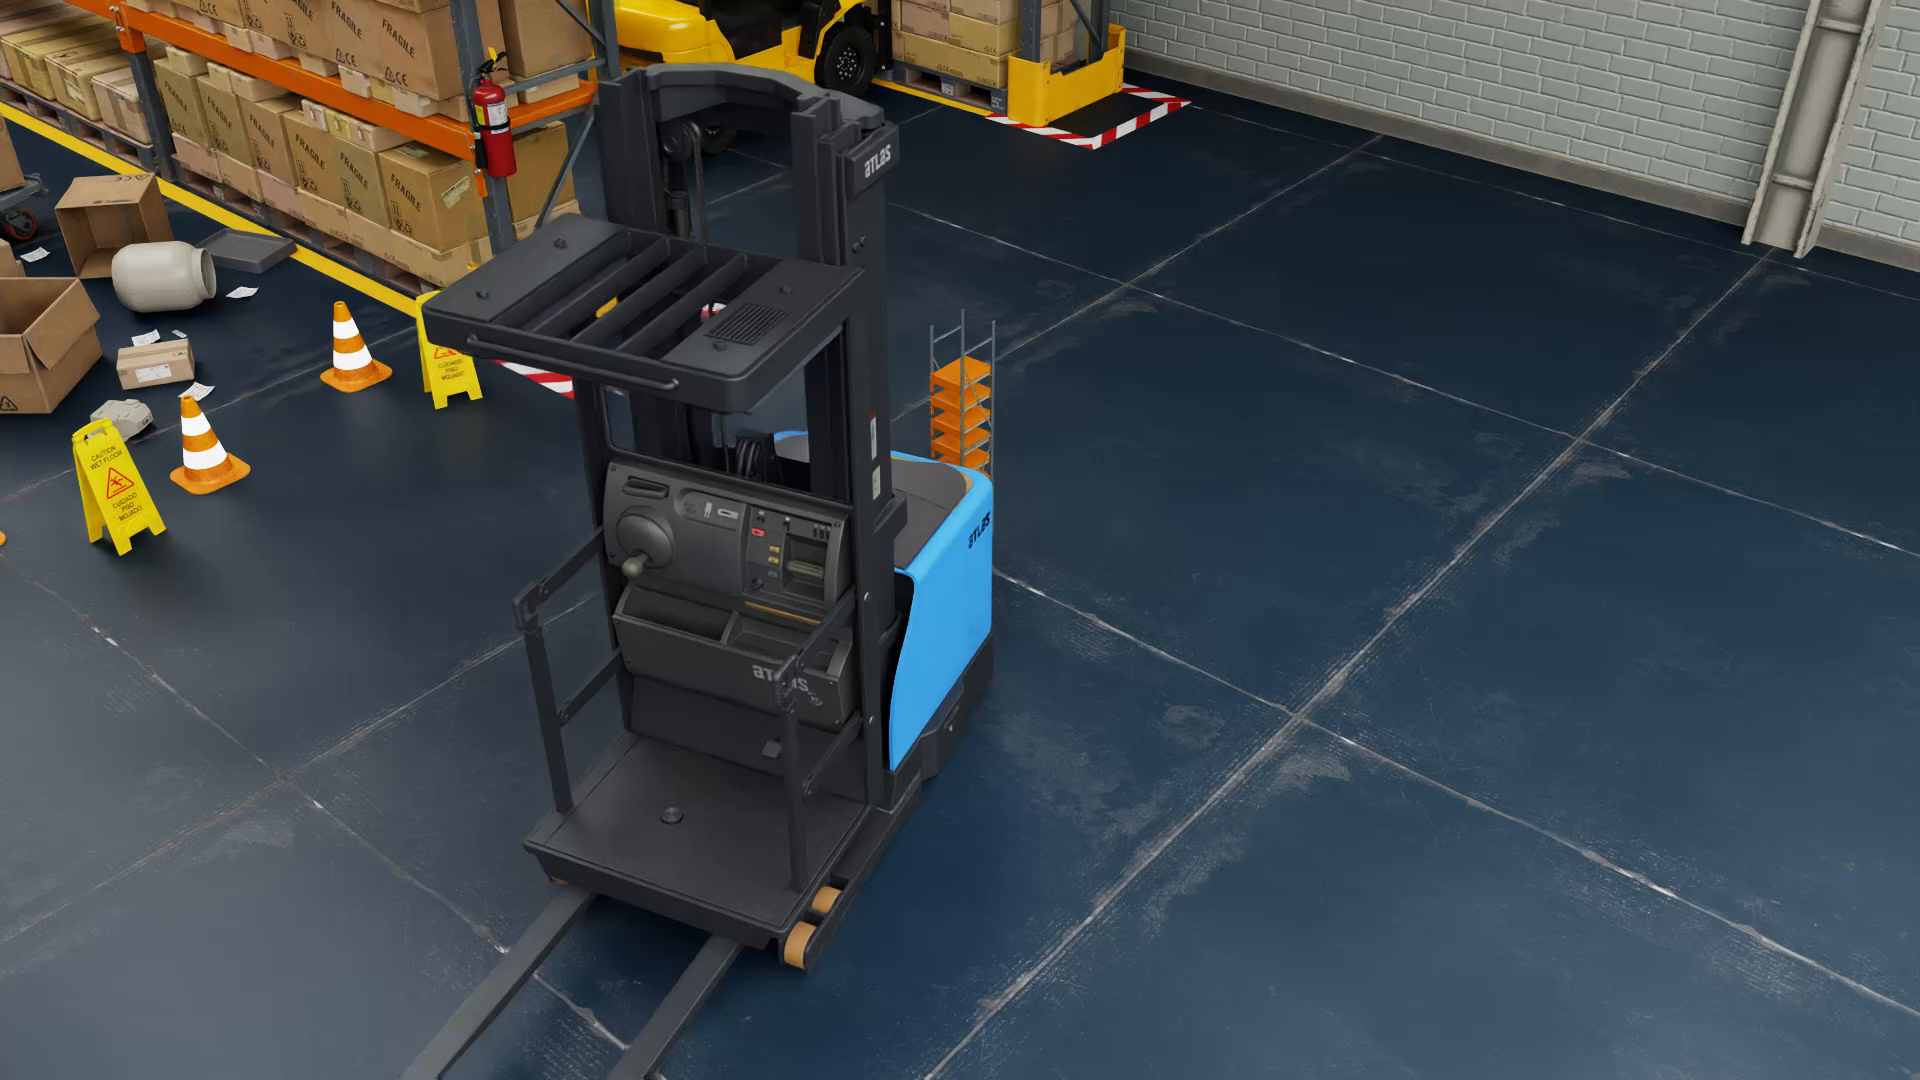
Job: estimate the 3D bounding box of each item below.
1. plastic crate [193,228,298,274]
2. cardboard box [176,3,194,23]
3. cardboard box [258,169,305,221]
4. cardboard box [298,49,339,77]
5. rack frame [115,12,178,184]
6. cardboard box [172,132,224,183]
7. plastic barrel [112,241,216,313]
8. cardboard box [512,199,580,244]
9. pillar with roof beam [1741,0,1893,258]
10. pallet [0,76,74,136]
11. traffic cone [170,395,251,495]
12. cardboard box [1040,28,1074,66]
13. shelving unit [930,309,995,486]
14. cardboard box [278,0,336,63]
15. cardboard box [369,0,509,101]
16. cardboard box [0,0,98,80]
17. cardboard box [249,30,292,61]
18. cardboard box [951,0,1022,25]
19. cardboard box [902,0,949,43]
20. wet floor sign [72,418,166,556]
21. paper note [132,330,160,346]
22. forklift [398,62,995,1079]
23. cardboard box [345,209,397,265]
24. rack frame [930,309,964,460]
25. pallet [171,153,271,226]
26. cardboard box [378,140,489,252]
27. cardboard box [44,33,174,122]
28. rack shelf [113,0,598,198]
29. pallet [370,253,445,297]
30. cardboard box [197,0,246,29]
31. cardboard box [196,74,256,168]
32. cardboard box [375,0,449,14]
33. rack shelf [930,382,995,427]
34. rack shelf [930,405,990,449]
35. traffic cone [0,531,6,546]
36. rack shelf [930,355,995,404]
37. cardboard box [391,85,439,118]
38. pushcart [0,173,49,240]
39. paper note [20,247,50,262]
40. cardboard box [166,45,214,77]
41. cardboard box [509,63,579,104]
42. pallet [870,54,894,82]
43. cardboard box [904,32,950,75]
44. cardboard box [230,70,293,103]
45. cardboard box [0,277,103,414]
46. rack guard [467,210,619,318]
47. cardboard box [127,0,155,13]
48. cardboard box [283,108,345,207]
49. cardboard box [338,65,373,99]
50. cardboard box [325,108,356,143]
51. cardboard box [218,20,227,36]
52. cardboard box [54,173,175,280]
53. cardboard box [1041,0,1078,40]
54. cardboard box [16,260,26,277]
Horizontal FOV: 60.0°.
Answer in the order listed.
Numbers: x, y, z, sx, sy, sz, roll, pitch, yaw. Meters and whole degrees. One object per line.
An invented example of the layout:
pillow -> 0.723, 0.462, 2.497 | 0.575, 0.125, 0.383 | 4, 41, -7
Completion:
plastic crate -> -4.732, -1.915, 10.967 | 0.583, 0.080, 0.402 | 12, 36, 16
cardboard box -> -4.926, -3.534, 10.969 | 0.250, 0.149, 0.380 | 25, 42, 32
cardboard box -> -4.306, -2.373, 11.113 | 0.500, 0.250, 0.500 | 25, 41, 31
cardboard box -> -3.792, -2.966, 10.142 | 0.250, 0.149, 0.380 | 25, 42, 31
rack frame -> -5.414, -4.044, 11.488 | 0.127, 3.000, 1.000 | 25, 42, 32
cardboard box -> -5.133, -2.752, 11.666 | 0.500, 0.250, 0.500 | 23, 41, 30
plastic barrel -> -4.896, -1.622, 10.238 | 0.512, 0.421, 0.421 | -6, 35, -8
cardboard box -> -2.783, -2.047, 10.639 | 0.500, 0.250, 0.500 | 25, 42, 31
pillar with roof beam -> 2.731, -3.827, 5.873 | 0.400, 9.000, 9.100 | 25, 42, 32
pallet -> -6.955, -3.617, 13.331 | 1.213, 0.211, 1.003 | 25, 42, 32
traffic cone -> -3.945, -0.537, 8.624 | 0.334, 0.463, 0.336 | 25, 42, 32
cardboard box -> 0.581, -4.058, 13.568 | 0.500, 0.250, 0.500 | 25, 42, 32
shelving unit -> 0.011, -0.489, 7.903 | 0.189, 1.200, 0.258 | 25, 42, 32
cardboard box -> -3.697, -3.201, 9.911 | 0.500, 0.500, 0.500 | 25, 42, 32
cardboard box -> -2.933, -2.835, 9.378 | 0.500, 0.500, 0.500 | 24, 41, 31
cardboard box -> -7.488, -4.110, 13.535 | 0.625, 0.372, 0.950 | 24, 41, 31
cardboard box -> -4.188, -3.140, 10.394 | 0.250, 0.149, 0.380 | 25, 42, 32
cardboard box -> 0.280, -4.239, 12.947 | 0.500, 0.250, 0.500 | 27, 43, 33
cardboard box -> -0.120, -4.228, 13.373 | 0.500, 0.250, 0.500 | 25, 42, 31
wet floor sign -> -4.140, -0.285, 8.095 | 0.232, 0.644, 0.267 | 18, 38, 24
paper note -> -4.897, -1.215, 10.003 | 0.148, 0.019, 0.142 | -18, 38, -25
forklift -> -0.906, 0.059, 5.576 | 1.130, 2.935, 3.031 | 14, 37, 19
cardboard box -> -3.526, -2.001, 10.572 | 0.500, 0.250, 0.500 | 25, 42, 32
rack frame -> -0.059, -0.523, 7.951 | 0.006, 1.200, 0.240 | 25, 42, 32
pallet -> -4.875, -2.666, 11.946 | 1.213, 0.211, 1.003 | 25, 42, 32
cardboard box -> -3.122, -2.120, 10.083 | 0.500, 0.500, 0.500 | 26, 42, 32
cardboard box -> -6.373, -3.581, 12.765 | 0.625, 0.372, 0.950 | 28, 43, 34
rack shelf -> -3.877, -3.023, 10.637 | 4.000, 0.370, 1.077 | 25, 42, 32
pallet -> -3.000, -1.782, 10.659 | 1.213, 0.211, 1.003 | 25, 42, 32
cardboard box -> -4.476, -3.568, 10.444 | 0.500, 0.500, 0.500 | 25, 42, 31
cardboard box -> -4.714, -2.872, 11.178 | 0.500, 0.500, 0.500 | 27, 43, 34
cardboard box -> -2.872, -3.261, 9.114 | 0.500, 0.500, 0.700 | 24, 41, 31
rack shelf -> 0.011, -0.651, 7.792 | 0.180, 0.103, 0.258 | 25, 42, 32
rack shelf -> 0.011, -0.552, 7.860 | 0.180, 0.103, 0.258 | 25, 42, 32
traffic cone -> -4.929, -0.169, 8.087 | 0.334, 0.463, 0.336 | 25, 42, 32
rack shelf -> 0.011, -0.749, 7.724 | 0.180, 0.103, 0.258 | 25, 42, 32
cardboard box -> -3.030, -2.577, 9.575 | 0.250, 0.149, 0.380 | 25, 42, 31
pushcart -> -6.834, -1.953, 10.760 | 0.936, 0.377, 1.648 | 12, 36, 16
paper note -> -6.098, -1.885, 10.968 | 0.142, 0.019, 0.148 | 25, 42, 32
cardboard box -> -5.076, -3.257, 11.166 | 0.250, 0.149, 0.380 | 26, 42, 32
cardboard box -> -2.469, -2.704, 9.760 | 0.250, 0.149, 0.380 | 25, 42, 32
pallet -> -0.715, -4.307, 14.335 | 1.213, 0.211, 1.003 | 25, 42, 32
cardboard box -> -0.106, -4.012, 13.501 | 0.500, 0.250, 0.500 | 25, 42, 32
cardboard box -> -4.471, -2.976, 10.756 | 0.250, 0.149, 0.380 | 28, 43, 34
cardboard box -> -5.310, -1.100, 9.408 | 0.637, 0.503, 0.797 | 0, 34, 0
rack guard -> -2.398, -1.592, 10.126 | 0.348, 0.500, 1.175 | 25, 42, 32
cardboard box -> -5.377, -3.686, 11.190 | 0.250, 0.149, 0.380 | 25, 42, 32
cardboard box -> -3.909, -2.494, 10.627 | 0.500, 0.500, 0.500 | 24, 41, 31
cardboard box -> -3.430, -2.759, 9.840 | 0.250, 0.149, 0.380 | 26, 42, 33
cardboard box -> -3.639, -2.584, 10.185 | 0.250, 0.149, 0.380 | 26, 42, 33
cardboard box -> -4.533, -3.347, 10.696 | 0.250, 0.149, 0.380 | 25, 42, 32
cardboard box -> -5.461, -2.034, 10.768 | 0.500, 0.500, 0.500 | -6, 35, -8
cardboard box -> 0.605, -4.262, 13.423 | 0.500, 0.250, 0.500 | 26, 42, 33
cardboard box -> -6.161, -1.688, 10.473 | 0.396, 0.266, 0.258 | 0, 34, 0
